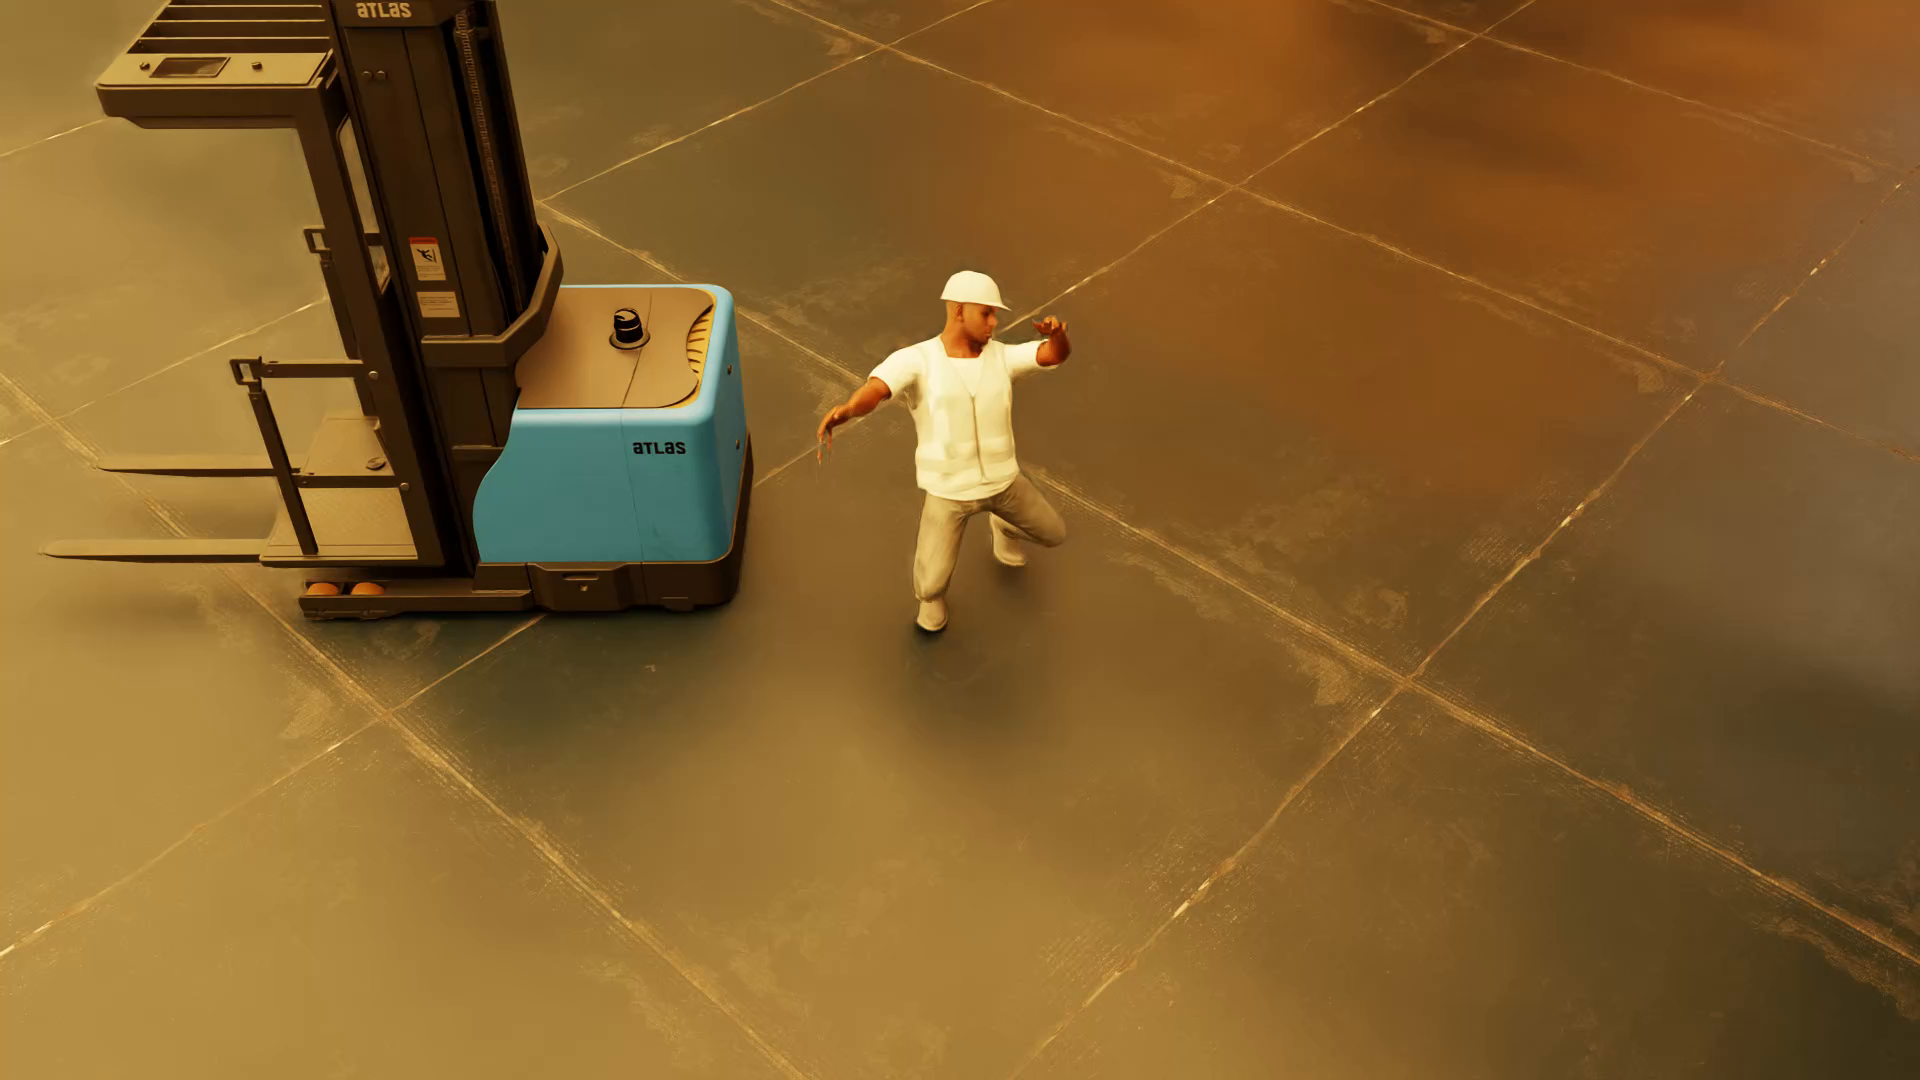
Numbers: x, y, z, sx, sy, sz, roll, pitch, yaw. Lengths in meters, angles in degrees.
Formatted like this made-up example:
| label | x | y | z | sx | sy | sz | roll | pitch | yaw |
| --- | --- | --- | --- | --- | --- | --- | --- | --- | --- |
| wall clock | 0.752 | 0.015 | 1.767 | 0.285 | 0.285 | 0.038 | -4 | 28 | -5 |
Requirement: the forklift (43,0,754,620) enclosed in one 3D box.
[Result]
| label | x | y | z | sx | sy | sz | roll | pitch | yaw |
| --- | --- | --- | --- | --- | --- | --- | --- | --- | --- |
| forklift | -2.499 | -1.111 | 6.723 | 3.031 | 2.935 | 1.130 | 0 | 41 | 0 |

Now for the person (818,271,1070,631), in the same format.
| label | x | y | z | sx | sy | sz | roll | pitch | yaw |
| --- | --- | --- | --- | --- | --- | --- | --- | --- | --- |
| person | -0.123 | -0.297 | 6.781 | 1.103 | 1.583 | 0.715 | -19 | 44 | -21 |
